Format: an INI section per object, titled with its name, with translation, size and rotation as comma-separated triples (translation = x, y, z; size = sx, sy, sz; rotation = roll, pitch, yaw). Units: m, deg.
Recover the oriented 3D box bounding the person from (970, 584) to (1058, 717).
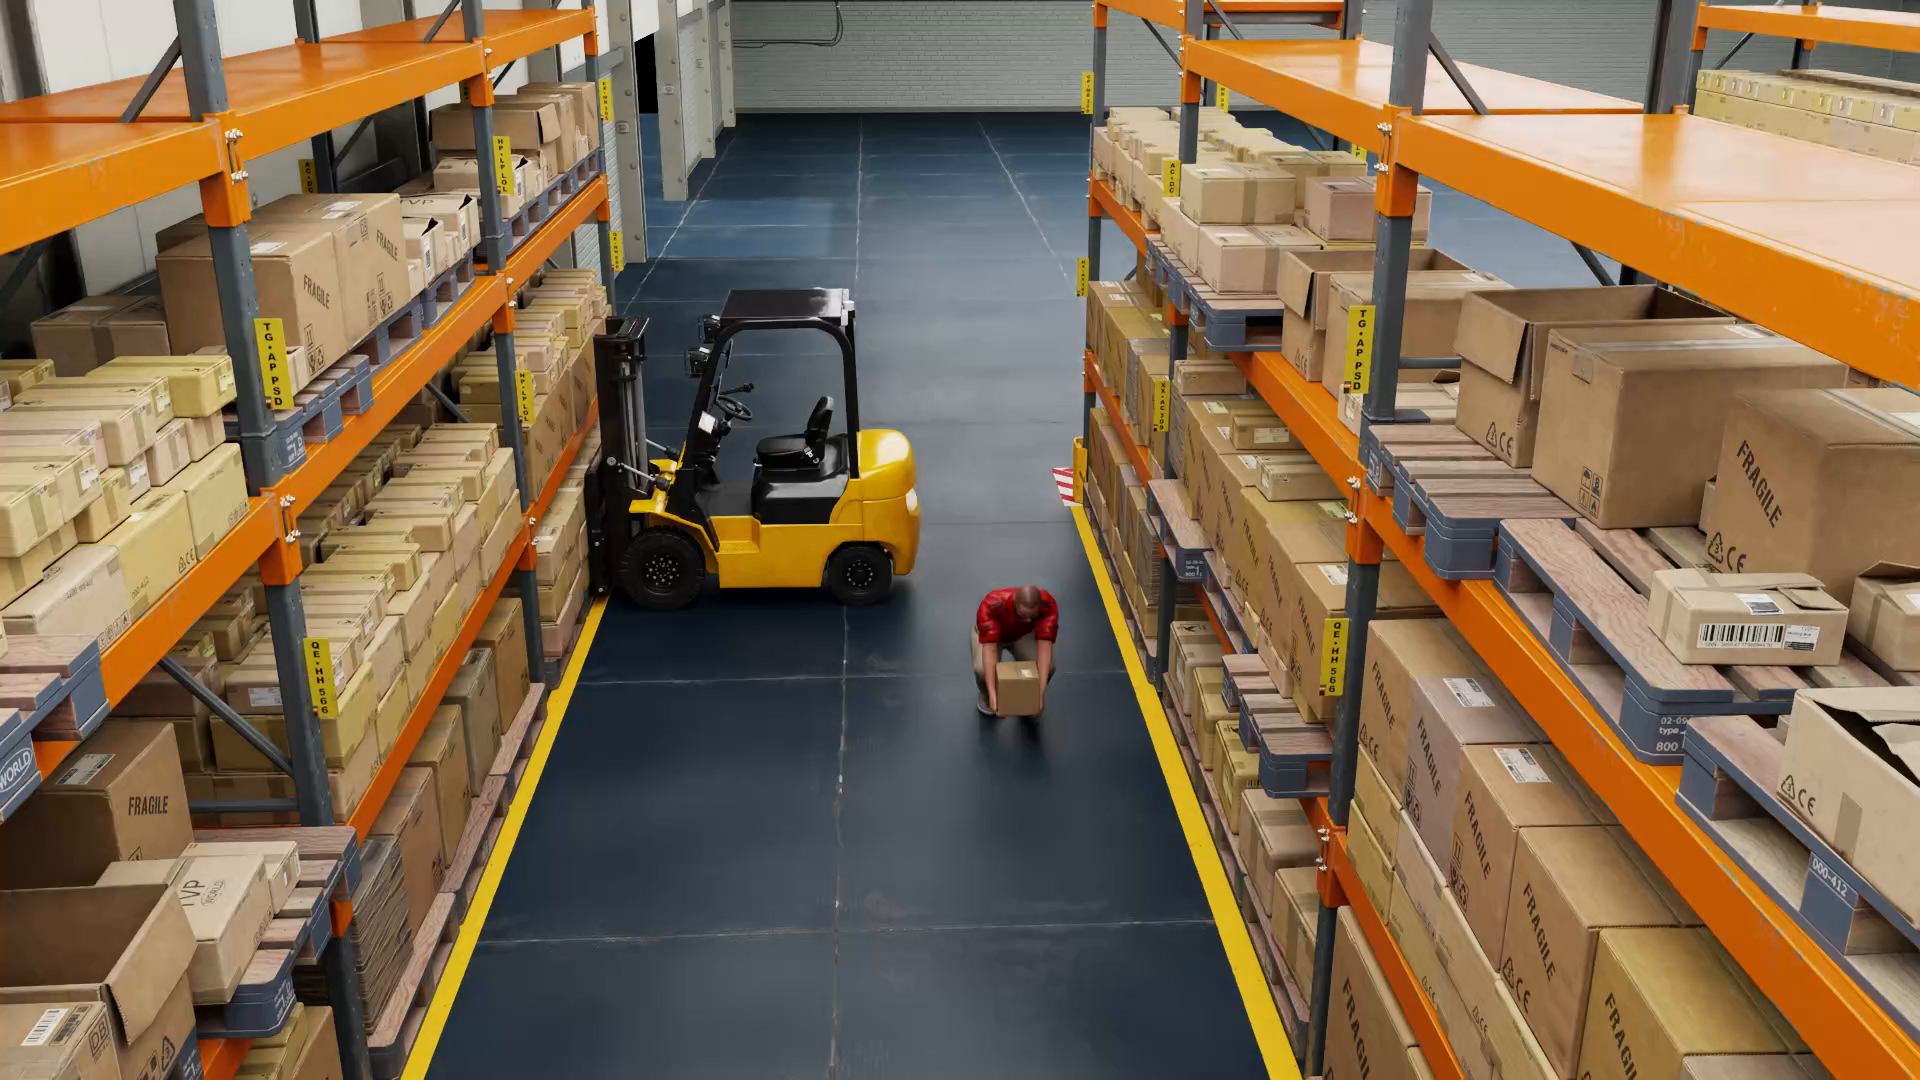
[person]
translation = 0.334, 0.644, 10.447
size = 0.530, 0.989, 0.884
rotation = -2, 20, -6
